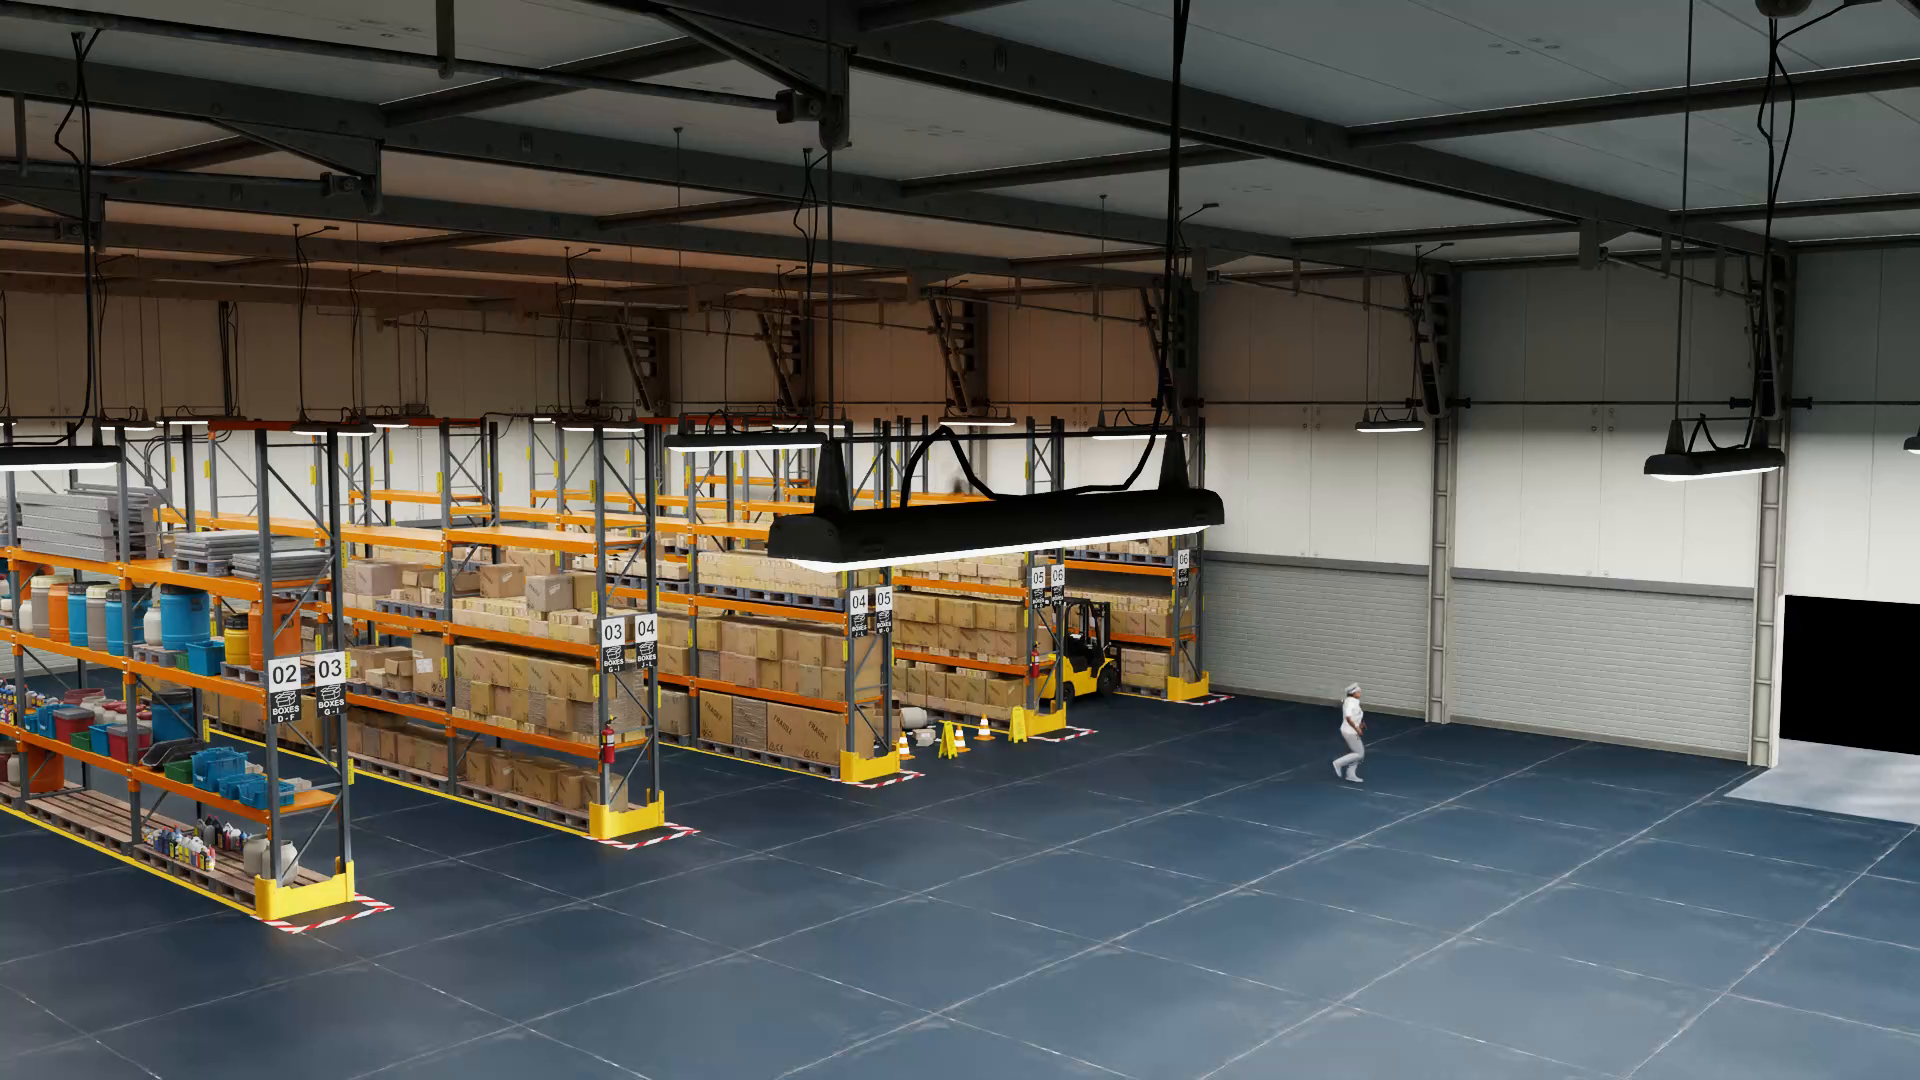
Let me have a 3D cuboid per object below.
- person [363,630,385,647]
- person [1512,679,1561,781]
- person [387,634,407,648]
[{"bbox_3d":[-14.048,2.139,39.796,0.982,1.768,0.728,-1,5,-6],"label":"person"},{"bbox_3d":[9.611,3.169,27.638,0.871,1.723,0.570,0,5,-1],"label":"person"},{"bbox_3d":[-13.700,2.213,40.416,0.545,1.564,0.623,4,6,40],"label":"person"}]
